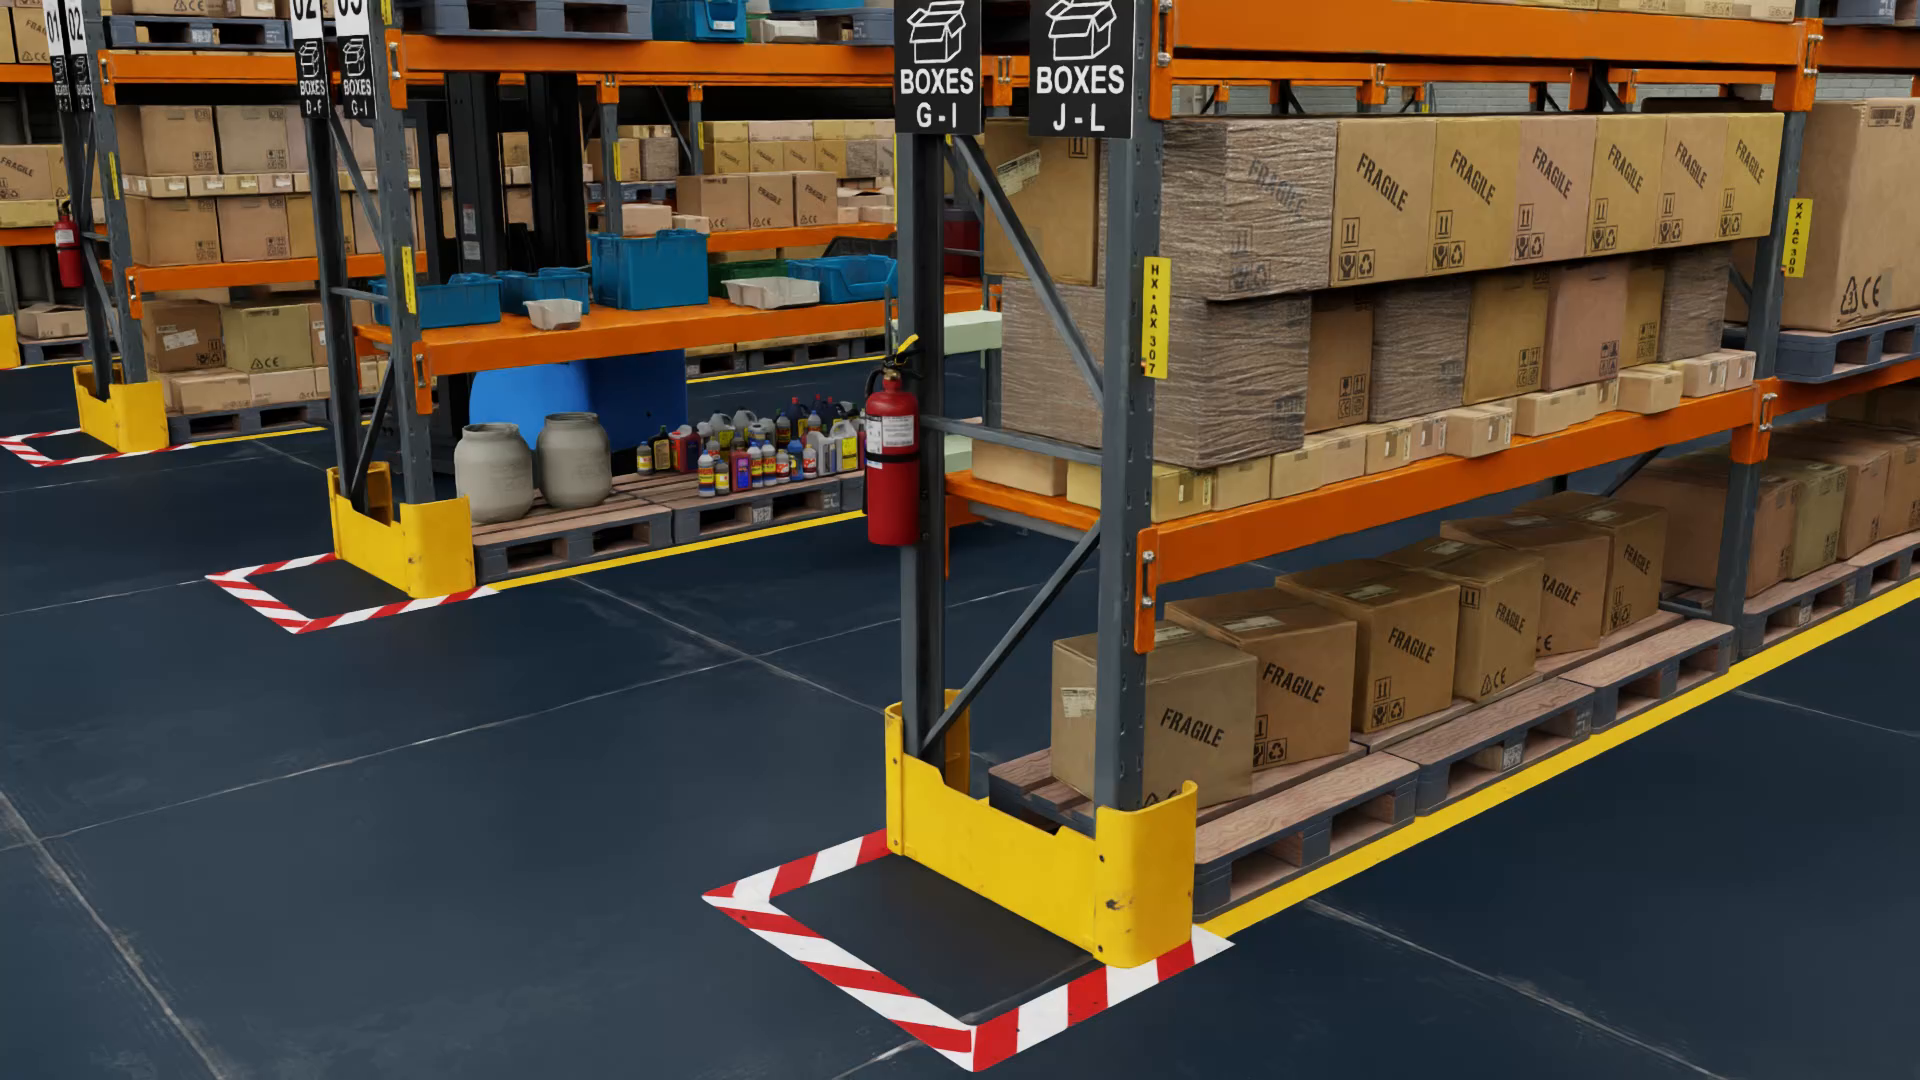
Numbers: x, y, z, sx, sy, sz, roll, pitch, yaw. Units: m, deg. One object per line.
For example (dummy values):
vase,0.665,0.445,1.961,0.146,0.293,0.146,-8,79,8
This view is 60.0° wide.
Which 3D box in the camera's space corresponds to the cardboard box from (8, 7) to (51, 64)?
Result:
cardboard box,-8.735,-4.785,15.808,0.500,0.500,0.500,-11,19,-36

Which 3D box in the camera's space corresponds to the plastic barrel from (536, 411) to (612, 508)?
plastic barrel,-2.253,-0.470,9.703,0.421,0.512,0.421,0,15,0

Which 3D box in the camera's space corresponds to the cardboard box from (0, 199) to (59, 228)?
cardboard box,-9.004,-3.144,15.961,0.500,0.250,0.500,-13,20,-41

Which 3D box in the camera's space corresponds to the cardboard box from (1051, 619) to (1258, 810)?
cardboard box,0.656,0.609,5.688,0.500,0.500,0.500,-9,17,-29

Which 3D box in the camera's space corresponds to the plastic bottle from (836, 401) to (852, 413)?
plastic bottle,-0.814,-0.803,11.369,0.135,0.276,0.152,-12,19,-37

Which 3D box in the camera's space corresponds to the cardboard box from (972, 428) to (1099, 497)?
cardboard box,0.254,-0.260,5.399,0.250,0.149,0.380,-13,19,-39

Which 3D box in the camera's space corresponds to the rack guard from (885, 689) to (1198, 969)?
rack guard,0.232,0.901,5.406,0.348,0.500,1.175,-13,19,-39

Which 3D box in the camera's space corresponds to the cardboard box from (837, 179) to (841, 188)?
cardboard box,-1.792,-4.746,22.152,0.250,0.149,0.380,-12,19,-38

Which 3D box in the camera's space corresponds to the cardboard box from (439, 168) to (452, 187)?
cardboard box,-4.332,-2.959,13.565,0.250,0.149,0.380,-12,19,-38

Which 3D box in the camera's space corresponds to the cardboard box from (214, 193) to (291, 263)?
cardboard box,-5.572,-2.437,12.868,0.500,0.500,0.700,-12,19,-38

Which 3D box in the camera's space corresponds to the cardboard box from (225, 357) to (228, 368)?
cardboard box,-5.746,-1.332,13.440,0.500,0.250,0.500,-13,19,-39

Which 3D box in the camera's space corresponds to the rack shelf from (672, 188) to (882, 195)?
rack shelf,-2.037,-4.533,22.301,4.000,0.370,1.077,-13,19,-39

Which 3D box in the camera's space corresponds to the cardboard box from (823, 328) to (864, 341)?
cardboard box,-1.295,-2.143,16.475,0.500,0.250,0.500,-12,19,-38

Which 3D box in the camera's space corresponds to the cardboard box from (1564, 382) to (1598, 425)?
cardboard box,2.247,-0.554,6.498,0.250,0.149,0.380,-13,19,-39

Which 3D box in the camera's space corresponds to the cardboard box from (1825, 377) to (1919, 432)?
cardboard box,5.330,-0.805,9.488,0.500,0.250,0.500,-10,18,-33

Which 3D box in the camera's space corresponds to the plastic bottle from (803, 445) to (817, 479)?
plastic bottle,-0.941,-0.491,10.347,0.097,0.201,0.097,0,15,0

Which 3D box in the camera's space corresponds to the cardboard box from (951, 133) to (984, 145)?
cardboard box,-0.108,-5.453,23.770,0.700,0.700,0.980,-12,19,-39

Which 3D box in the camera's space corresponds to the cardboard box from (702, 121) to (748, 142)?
cardboard box,-3.012,-5.137,20.907,0.500,0.250,0.500,-12,19,-38

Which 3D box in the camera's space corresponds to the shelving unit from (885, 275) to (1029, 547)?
shelving unit,-0.005,-0.723,9.552,0.755,1.500,0.431,-13,19,-39

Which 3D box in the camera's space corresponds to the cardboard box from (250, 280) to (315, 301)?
cardboard box,-7.320,-2.685,17.981,0.500,0.500,0.500,14,21,43

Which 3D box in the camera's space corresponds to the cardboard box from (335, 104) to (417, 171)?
cardboard box,-4.775,-3.244,13.374,0.500,0.500,0.700,-13,19,-39

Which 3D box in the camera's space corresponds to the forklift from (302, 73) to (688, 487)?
forklift,-3.355,-1.947,11.361,3.031,2.935,1.130,9,17,30

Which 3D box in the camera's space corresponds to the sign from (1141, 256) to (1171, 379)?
sign,0.531,-0.606,4.529,0.005,0.325,0.100,-13,19,-39

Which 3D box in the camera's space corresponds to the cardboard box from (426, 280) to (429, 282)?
cardboard box,-4.618,-1.950,14.298,0.500,0.500,0.500,-13,19,-39

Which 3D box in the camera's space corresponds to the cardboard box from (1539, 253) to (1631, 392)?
cardboard box,2.100,-0.917,6.599,0.500,0.500,0.875,-13,19,-39

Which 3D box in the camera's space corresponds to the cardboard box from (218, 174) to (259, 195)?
cardboard box,-5.502,-2.696,12.580,0.250,0.149,0.380,-13,19,-39

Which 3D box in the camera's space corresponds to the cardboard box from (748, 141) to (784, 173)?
cardboard box,-2.610,-4.863,21.333,0.500,0.500,0.500,-12,19,-38

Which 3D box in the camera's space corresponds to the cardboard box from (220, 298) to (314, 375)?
cardboard box,-5.399,-1.592,12.958,0.500,0.500,0.500,-13,19,-39

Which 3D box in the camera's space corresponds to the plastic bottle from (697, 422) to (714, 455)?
plastic bottle,-1.667,-0.612,10.652,0.135,0.276,0.152,-13,20,-41

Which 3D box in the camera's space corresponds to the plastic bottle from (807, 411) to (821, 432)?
plastic bottle,-0.971,-0.726,11.088,0.097,0.271,0.097,0,15,0

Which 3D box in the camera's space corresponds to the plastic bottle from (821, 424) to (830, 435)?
plastic bottle,-0.831,-0.599,10.589,0.133,0.283,0.061,-13,19,-39

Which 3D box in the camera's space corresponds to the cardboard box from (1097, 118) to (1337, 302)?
cardboard box,0.768,-1.009,5.006,0.500,0.500,0.500,-13,19,-39

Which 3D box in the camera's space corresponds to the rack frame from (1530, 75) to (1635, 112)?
rack frame,5.975,-3.290,16.256,0.127,3.000,1.000,-13,19,-39

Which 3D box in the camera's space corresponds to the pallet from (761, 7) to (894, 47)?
pallet,-0.540,-3.152,10.291,1.003,0.211,1.213,-13,19,-39

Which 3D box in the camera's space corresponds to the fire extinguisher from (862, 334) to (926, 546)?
fire extinguisher,-0.215,-0.326,5.309,0.183,0.674,0.296,-13,19,-39

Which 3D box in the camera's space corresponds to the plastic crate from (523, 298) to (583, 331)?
plastic crate,-2.191,-1.219,9.013,0.250,0.136,0.298,-13,19,-39

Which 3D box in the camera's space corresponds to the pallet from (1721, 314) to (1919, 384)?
pallet,3.864,-0.979,7.976,1.213,0.211,1.003,-13,19,-39

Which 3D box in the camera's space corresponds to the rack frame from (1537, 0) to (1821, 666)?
rack frame,3.192,-0.971,7.572,0.127,3.000,1.000,-13,19,-39

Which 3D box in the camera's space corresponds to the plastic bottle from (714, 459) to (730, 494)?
plastic bottle,-1.427,-0.382,9.938,0.097,0.201,0.097,0,15,0

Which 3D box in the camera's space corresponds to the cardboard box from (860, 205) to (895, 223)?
cardboard box,-0.788,-3.250,16.592,0.250,0.149,0.380,-13,19,-39

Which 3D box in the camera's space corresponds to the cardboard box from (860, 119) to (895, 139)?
cardboard box,-1.104,-5.569,22.526,0.500,0.250,0.500,-12,19,-38

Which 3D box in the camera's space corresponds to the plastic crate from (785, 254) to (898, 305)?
plastic crate,-0.716,-1.623,10.302,0.616,0.251,0.499,-13,19,-39

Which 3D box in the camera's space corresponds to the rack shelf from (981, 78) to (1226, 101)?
rack shelf,1.218,-5.018,18.306,4.000,0.370,1.077,-13,19,-39

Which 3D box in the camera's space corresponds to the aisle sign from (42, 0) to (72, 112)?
aisle sign,-6.568,-3.525,12.095,0.004,0.787,0.394,-13,19,-39

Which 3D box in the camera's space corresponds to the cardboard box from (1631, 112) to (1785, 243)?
cardboard box,3.033,-1.516,6.906,0.500,0.500,0.500,-13,19,-39

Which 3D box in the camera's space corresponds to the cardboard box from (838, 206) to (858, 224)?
cardboard box,-1.216,-3.229,16.514,0.250,0.149,0.380,-11,18,-35

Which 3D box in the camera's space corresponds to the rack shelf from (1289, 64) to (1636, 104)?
rack shelf,4.467,-4.053,14.693,4.000,0.370,1.077,-13,19,-39

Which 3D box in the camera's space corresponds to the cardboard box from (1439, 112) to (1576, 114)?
cardboard box,2.309,-1.534,6.974,0.500,0.500,0.500,-13,19,-39

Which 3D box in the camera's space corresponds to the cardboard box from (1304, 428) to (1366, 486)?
cardboard box,1.120,-0.298,5.541,0.250,0.149,0.380,-13,19,-39

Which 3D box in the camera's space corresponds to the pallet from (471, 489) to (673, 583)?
pallet,-2.434,-0.069,9.599,1.213,0.211,1.003,-13,19,-39

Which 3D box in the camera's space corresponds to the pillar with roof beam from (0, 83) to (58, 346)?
pillar with roof beam,-6.794,-5.534,13.029,0.400,9.000,9.100,-13,19,-39

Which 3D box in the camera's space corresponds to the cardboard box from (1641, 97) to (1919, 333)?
cardboard box,3.883,-1.571,7.843,1.000,1.000,1.000,-12,19,-39

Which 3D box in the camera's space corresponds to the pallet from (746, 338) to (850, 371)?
pallet,-1.857,-1.893,16.428,1.213,0.211,1.003,-13,19,-39

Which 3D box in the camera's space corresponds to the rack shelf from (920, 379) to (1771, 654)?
rack shelf,1.683,-0.285,6.397,4.000,0.370,1.077,-13,19,-39

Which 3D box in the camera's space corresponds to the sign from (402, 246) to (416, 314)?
sign,-2.719,-1.283,8.206,0.005,0.325,0.100,-13,19,-39
